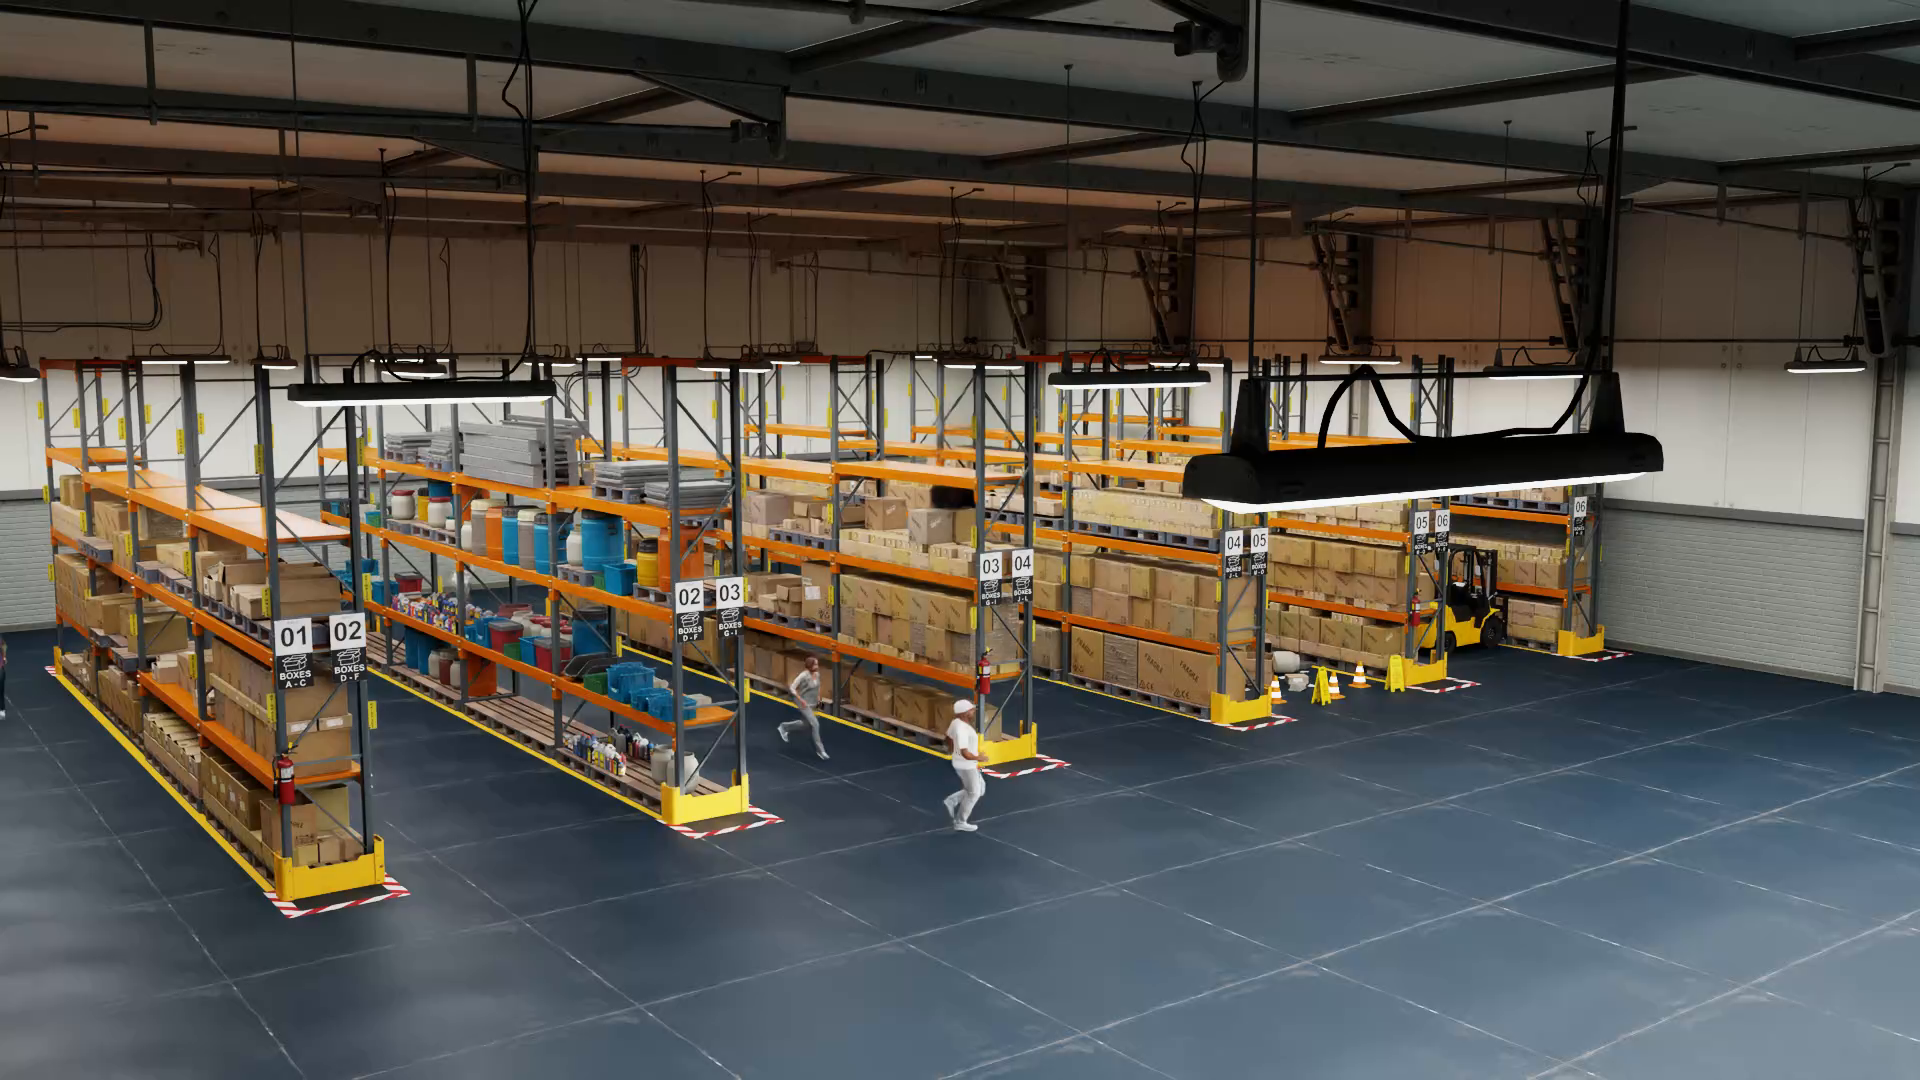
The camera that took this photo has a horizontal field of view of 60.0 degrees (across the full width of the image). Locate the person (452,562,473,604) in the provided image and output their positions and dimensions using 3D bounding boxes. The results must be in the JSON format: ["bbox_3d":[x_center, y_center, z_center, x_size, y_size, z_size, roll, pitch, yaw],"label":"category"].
[{"bbox_3d":[-11.313,0.995,37.594,0.877,1.715,0.667,-4,8,-31],"label":"person"}]

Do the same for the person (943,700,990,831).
[{"bbox_3d":[0.082,2.907,21.493,0.583,1.720,0.700,-1,7,-7],"label":"person"}]

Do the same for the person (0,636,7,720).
[{"bbox_3d":[-16.287,2.174,27.979,0.535,1.609,0.852,-6,9,-40],"label":"person"}]

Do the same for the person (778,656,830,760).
[{"bbox_3d":[-2.396,2.532,25.348,0.942,1.587,0.537,4,8,29],"label":"person"}]
